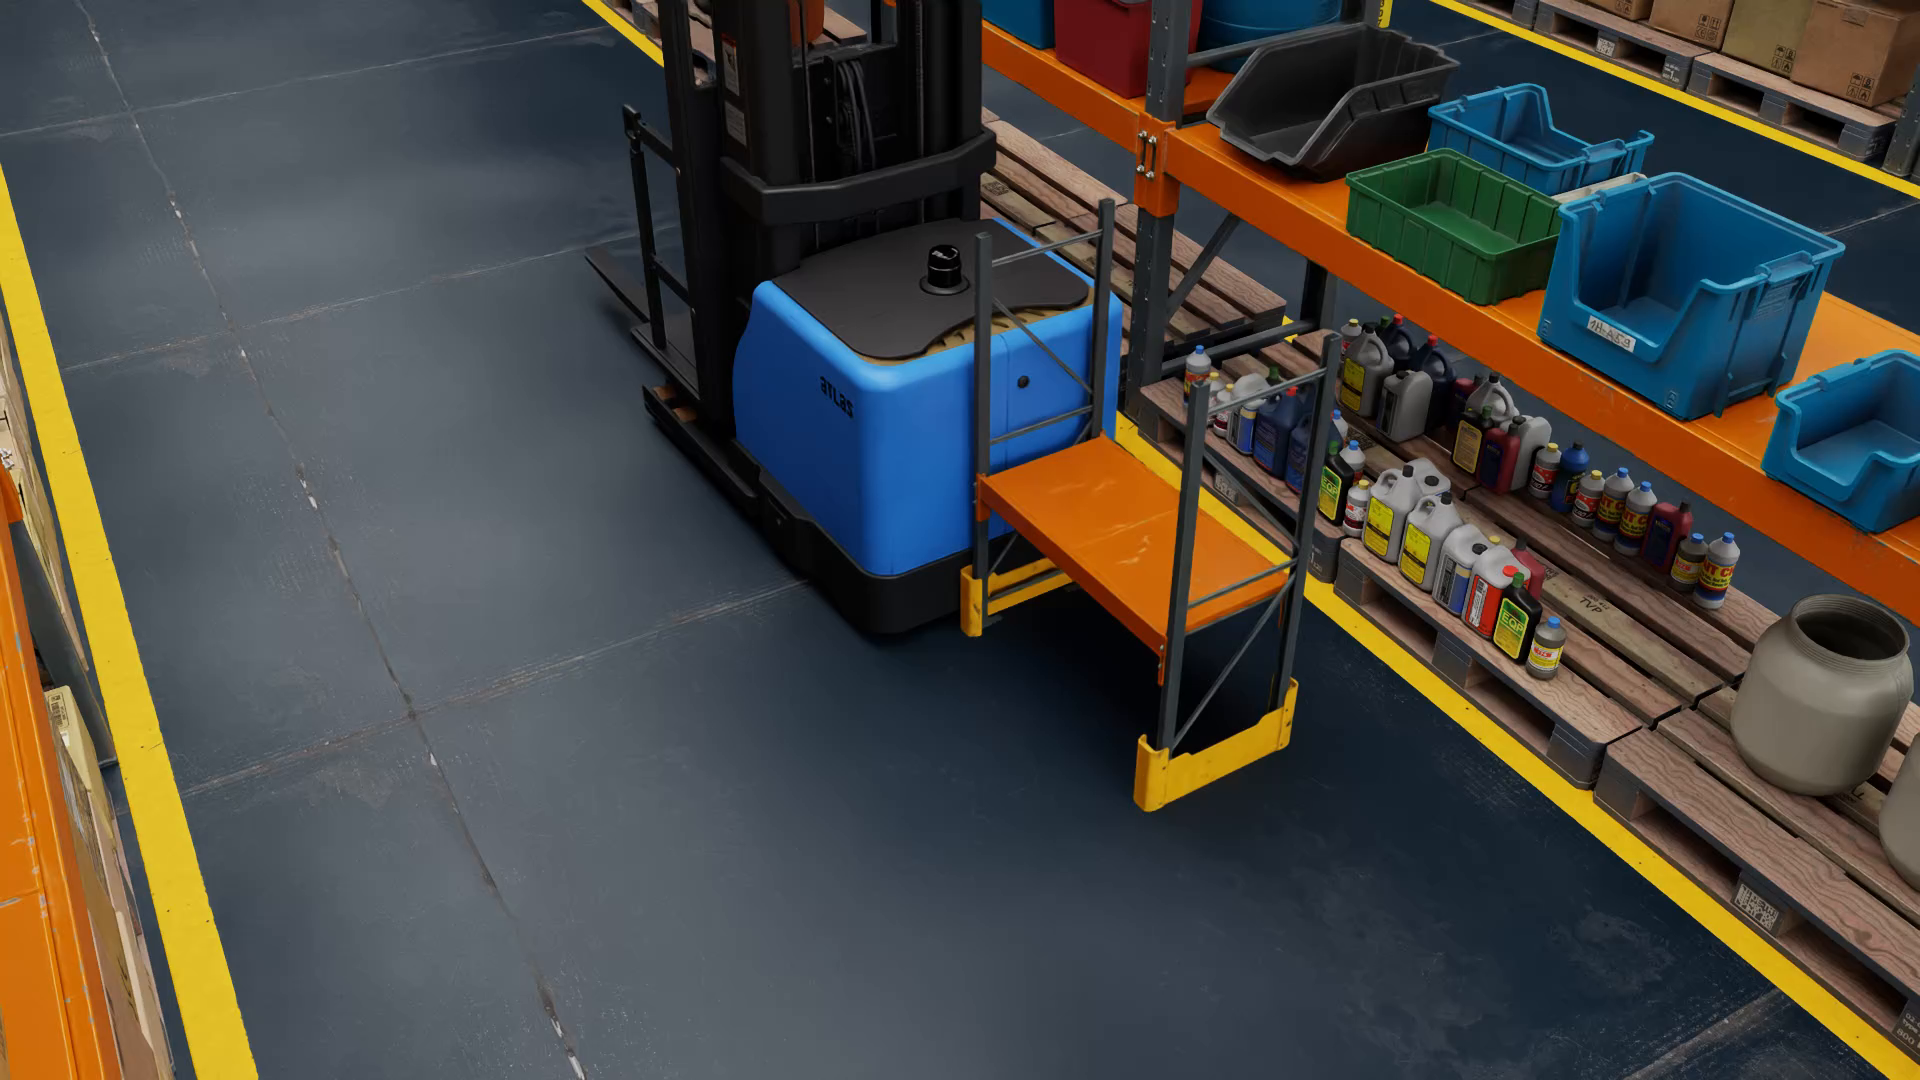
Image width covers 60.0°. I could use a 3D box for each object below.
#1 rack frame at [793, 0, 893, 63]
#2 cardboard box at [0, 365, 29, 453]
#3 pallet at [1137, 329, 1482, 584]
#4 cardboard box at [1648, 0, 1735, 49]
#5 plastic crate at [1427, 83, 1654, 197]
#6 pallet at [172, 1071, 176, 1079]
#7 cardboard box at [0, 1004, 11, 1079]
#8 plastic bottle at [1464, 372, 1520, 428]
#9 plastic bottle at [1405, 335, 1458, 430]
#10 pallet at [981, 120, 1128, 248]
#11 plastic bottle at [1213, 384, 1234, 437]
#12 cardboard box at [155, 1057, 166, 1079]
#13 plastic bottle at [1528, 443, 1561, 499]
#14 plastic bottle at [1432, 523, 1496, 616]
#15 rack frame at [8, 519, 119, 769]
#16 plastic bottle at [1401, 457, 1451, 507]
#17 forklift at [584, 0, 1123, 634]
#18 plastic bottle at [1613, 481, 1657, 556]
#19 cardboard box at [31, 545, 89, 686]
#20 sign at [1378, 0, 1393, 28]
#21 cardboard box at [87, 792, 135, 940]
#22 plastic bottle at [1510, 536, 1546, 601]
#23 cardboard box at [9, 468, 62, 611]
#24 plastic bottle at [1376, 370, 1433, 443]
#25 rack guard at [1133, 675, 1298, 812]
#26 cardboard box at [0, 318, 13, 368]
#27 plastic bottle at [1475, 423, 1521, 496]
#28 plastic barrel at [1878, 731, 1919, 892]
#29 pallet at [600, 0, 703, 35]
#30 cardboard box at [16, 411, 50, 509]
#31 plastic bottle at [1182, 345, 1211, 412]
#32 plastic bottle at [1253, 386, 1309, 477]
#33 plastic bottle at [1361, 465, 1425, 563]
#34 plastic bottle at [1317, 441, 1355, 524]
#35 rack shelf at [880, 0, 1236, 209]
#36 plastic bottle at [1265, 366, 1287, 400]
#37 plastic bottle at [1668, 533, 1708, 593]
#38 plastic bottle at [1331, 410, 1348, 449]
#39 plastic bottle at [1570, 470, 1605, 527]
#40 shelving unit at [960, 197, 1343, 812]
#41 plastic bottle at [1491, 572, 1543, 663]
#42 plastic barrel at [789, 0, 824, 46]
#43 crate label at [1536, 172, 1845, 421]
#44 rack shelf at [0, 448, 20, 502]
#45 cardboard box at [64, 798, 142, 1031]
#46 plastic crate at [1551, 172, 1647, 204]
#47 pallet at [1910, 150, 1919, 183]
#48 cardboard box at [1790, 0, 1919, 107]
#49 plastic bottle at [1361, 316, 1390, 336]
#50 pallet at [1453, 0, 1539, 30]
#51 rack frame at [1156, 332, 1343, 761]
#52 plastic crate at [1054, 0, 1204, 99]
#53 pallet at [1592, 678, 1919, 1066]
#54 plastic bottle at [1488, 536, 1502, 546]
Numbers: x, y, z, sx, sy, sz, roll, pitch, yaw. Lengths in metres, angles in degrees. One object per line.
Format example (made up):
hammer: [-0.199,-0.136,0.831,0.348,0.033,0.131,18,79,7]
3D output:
rack frame: [-0.861,-3.894,9.038,1.000,3.000,0.127,-19,40,-24]
cardboard box: [-3.637,-0.479,5.862,0.500,0.311,0.500,-20,41,-25]
pallet: [1.450,-0.373,6.582,1.003,0.211,1.213,-19,40,-24]
cardboard box: [4.636,-3.343,10.031,0.700,0.500,0.500,-23,42,-28]
plastic crate: [1.939,-1.310,5.627,0.499,0.251,0.616,-19,40,-24]
pallet: [-2.156,1.779,3.636,1.003,0.211,1.213,-19,40,-24]
cardboard box: [-1.863,0.848,2.461,0.700,0.500,0.500,-19,40,-24]
plastic bottle: [1.980,-0.456,6.205,0.144,0.351,0.185,-19,40,-24]
plastic bottle: [1.817,-0.621,6.430,0.144,0.351,0.185,-21,41,-26]
pallet: [0.103,-1.740,8.453,1.003,0.211,1.213,-19,40,-24]
plastic bottle: [1.031,-0.506,6.398,0.097,0.201,0.097,0,36,0]
cardboard box: [-1.956,1.488,3.645,0.500,0.250,0.500,-19,40,-24]
plastic bottle: [2.141,-0.260,6.062,0.097,0.201,0.097,0,36,0]
plastic bottle: [1.683,0.094,5.514,0.152,0.276,0.135,-20,41,-25]
rack frame: [-3.136,-0.388,4.238,1.000,3.000,0.127,-19,40,-24]
plastic bottle: [1.619,-0.141,5.836,0.152,0.276,0.135,-19,40,-24]
forklift: [-0.650,-1.699,6.091,1.130,2.935,3.031,-21,41,-26]
plastic bottle: [2.344,-0.082,5.759,0.097,0.271,0.097,0,36,0]
cardboard box: [-3.125,0.274,5.307,0.500,0.250,0.500,-20,41,-25]
sign: [1.629,-2.123,6.379,0.100,0.325,0.005,-19,40,-24]
cardboard box: [-2.472,0.982,4.337,0.500,0.250,0.500,-19,40,-24]
plastic bottle: [1.845,0.130,5.459,0.061,0.283,0.133,-19,40,-24]
cardboard box: [-3.129,0.042,5.150,0.500,0.311,0.500,-19,40,-24]
plastic bottle: [1.702,-0.534,6.374,0.152,0.276,0.135,-19,40,-24]
rack guard: [0.798,0.627,5.180,0.587,0.250,0.087,-21,41,-26]
cardboard box: [-4.159,-0.772,6.739,0.500,0.250,0.500,-18,40,-23]
plastic bottle: [1.966,-0.313,6.066,0.061,0.283,0.133,-19,40,-24]
plastic barrel: [2.761,0.708,4.491,0.421,0.512,0.421,0,36,0]
pallet: [-1.902,-3.779,11.245,1.003,0.211,1.213,-19,40,-24]
cardboard box: [-3.643,-0.251,6.025,0.500,0.250,0.500,-20,41,-25]
plastic bottle: [0.929,-0.637,6.520,0.097,0.271,0.097,0,36,0]
plastic bottle: [1.195,-0.427,6.165,0.144,0.351,0.185,-18,40,-23]
plastic bottle: [1.503,-0.114,5.736,0.144,0.351,0.185,-19,40,-24]
plastic bottle: [1.337,-0.207,5.921,0.061,0.283,0.133,-17,39,-22]
rack shelf: [0.143,-2.583,7.854,1.077,0.370,4.000,-19,40,-24]
plastic bottle: [1.207,-0.517,6.345,0.061,0.283,0.133,-19,40,-24]
plastic bottle: [2.464,0.068,5.613,0.097,0.201,0.097,0,36,0]
plastic bottle: [1.372,-0.357,6.136,0.097,0.271,0.097,0,36,0]
plastic bottle: [2.244,-0.155,5.919,0.097,0.201,0.097,0,36,0]
shelving unit: [0.531,-0.126,5.151,0.587,1.500,1.083,-21,41,-26]
plastic bottle: [1.782,0.244,5.302,0.061,0.283,0.133,-18,40,-23]
plastic barrel: [-1.122,-3.432,9.889,0.600,0.830,0.708,-19,40,-24]
crate label: [1.999,-0.687,4.617,0.502,0.435,0.616,-19,40,-24]
rack shelf: [-4.141,-1.118,5.847,1.077,0.370,4.000,-19,40,-24]
cardboard box: [-2.219,0.934,3.768,0.500,0.500,0.500,-19,40,-24]
plastic crate: [2.183,-0.995,5.292,0.530,0.136,0.437,-19,40,-24]
pallet: [5.799,-1.864,8.623,1.003,0.211,1.213,-19,40,-24]
cardboard box: [5.141,-2.809,9.300,0.700,0.500,0.500,-22,42,-27]
plastic bottle: [1.675,-0.787,6.715,0.061,0.283,0.133,-17,39,-22]
pallet: [3.812,-3.837,11.324,1.003,0.211,1.213,-19,40,-24]
rack frame: [0.808,0.132,4.798,0.500,1.500,0.032,-21,41,-26]
plastic crate: [0.640,-2.036,6.440,0.402,0.464,0.583,-19,40,-24]
pallet: [2.675,0.871,4.878,1.003,0.211,1.213,-19,40,-24]
plastic bottle: [1.782,0.078,5.600,0.097,0.201,0.097,0,36,0]
